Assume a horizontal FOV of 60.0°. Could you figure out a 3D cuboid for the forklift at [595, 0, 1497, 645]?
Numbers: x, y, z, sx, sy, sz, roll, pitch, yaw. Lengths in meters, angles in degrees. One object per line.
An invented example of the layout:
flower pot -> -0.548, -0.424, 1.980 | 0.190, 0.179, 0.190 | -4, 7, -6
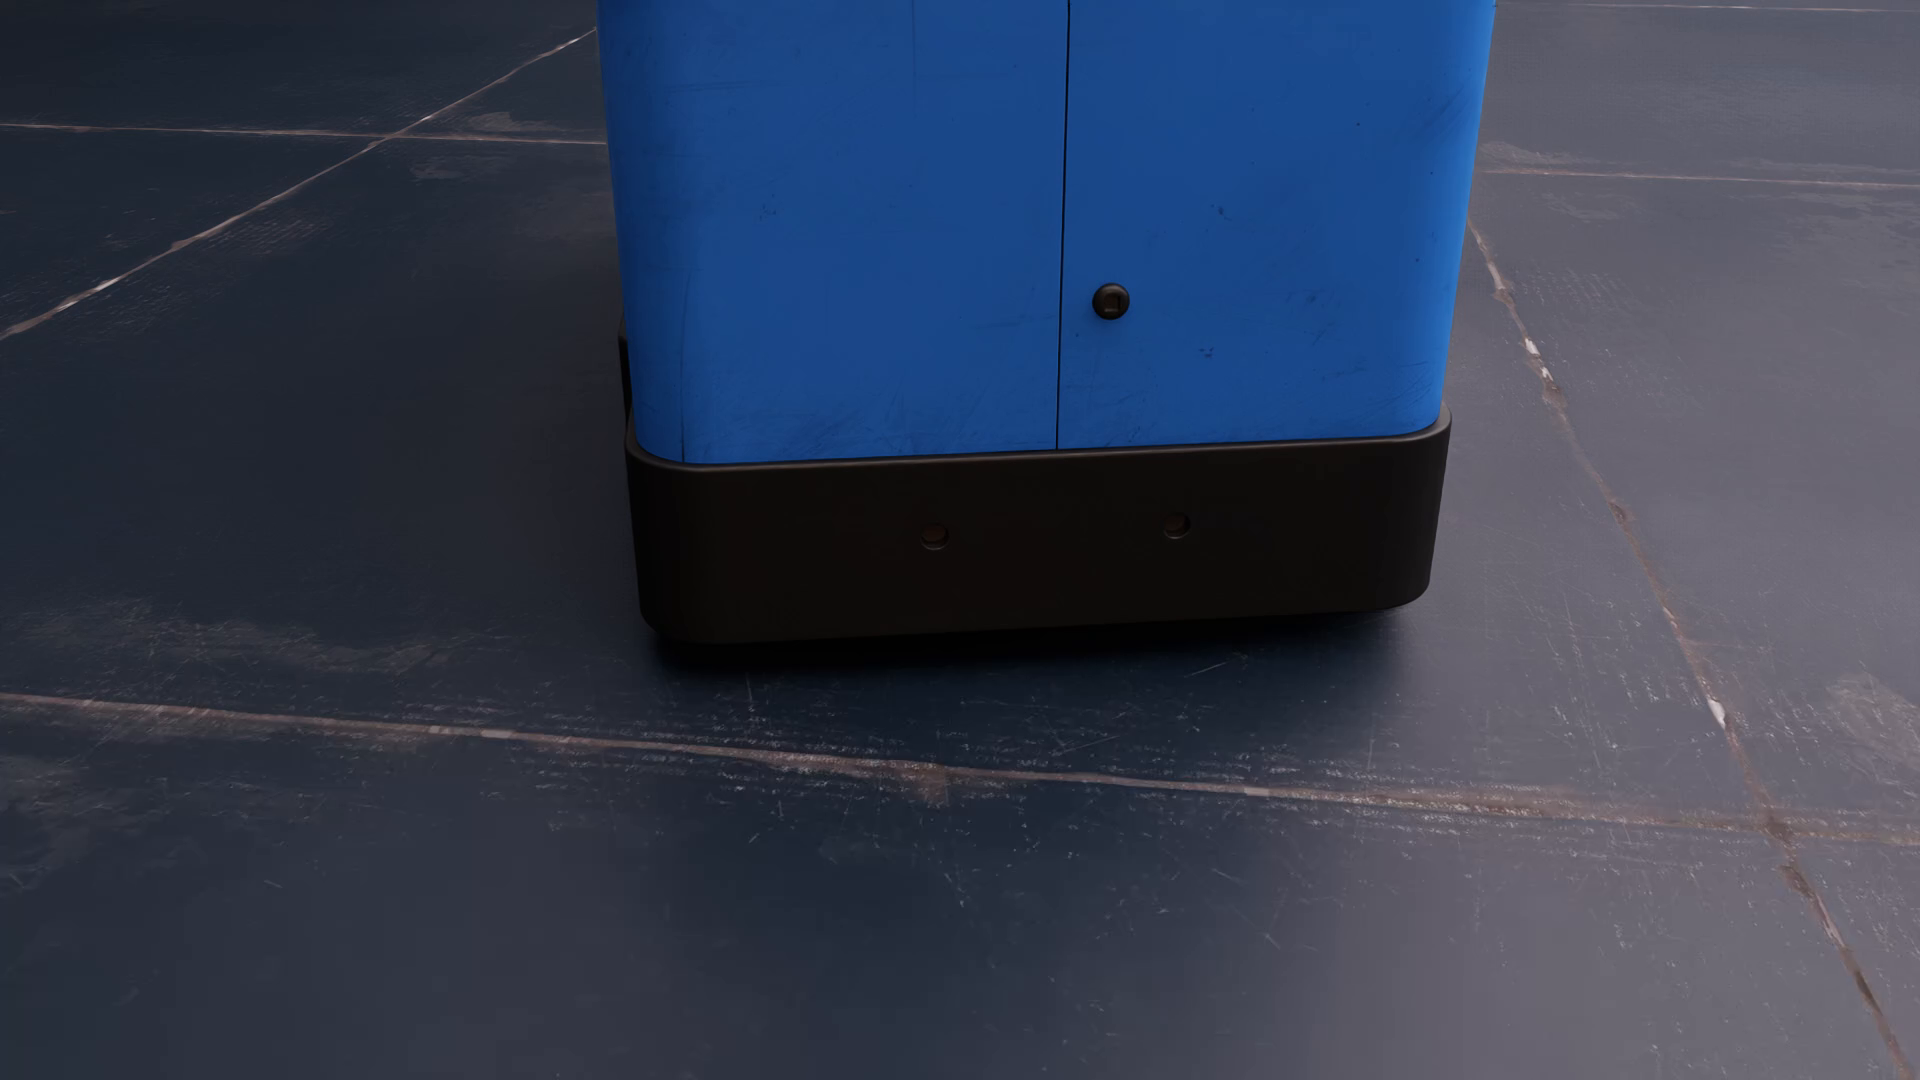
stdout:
forklift -> -0.038, -1.808, 2.840 | 1.130, 2.935, 3.031 | -3, 27, -5
